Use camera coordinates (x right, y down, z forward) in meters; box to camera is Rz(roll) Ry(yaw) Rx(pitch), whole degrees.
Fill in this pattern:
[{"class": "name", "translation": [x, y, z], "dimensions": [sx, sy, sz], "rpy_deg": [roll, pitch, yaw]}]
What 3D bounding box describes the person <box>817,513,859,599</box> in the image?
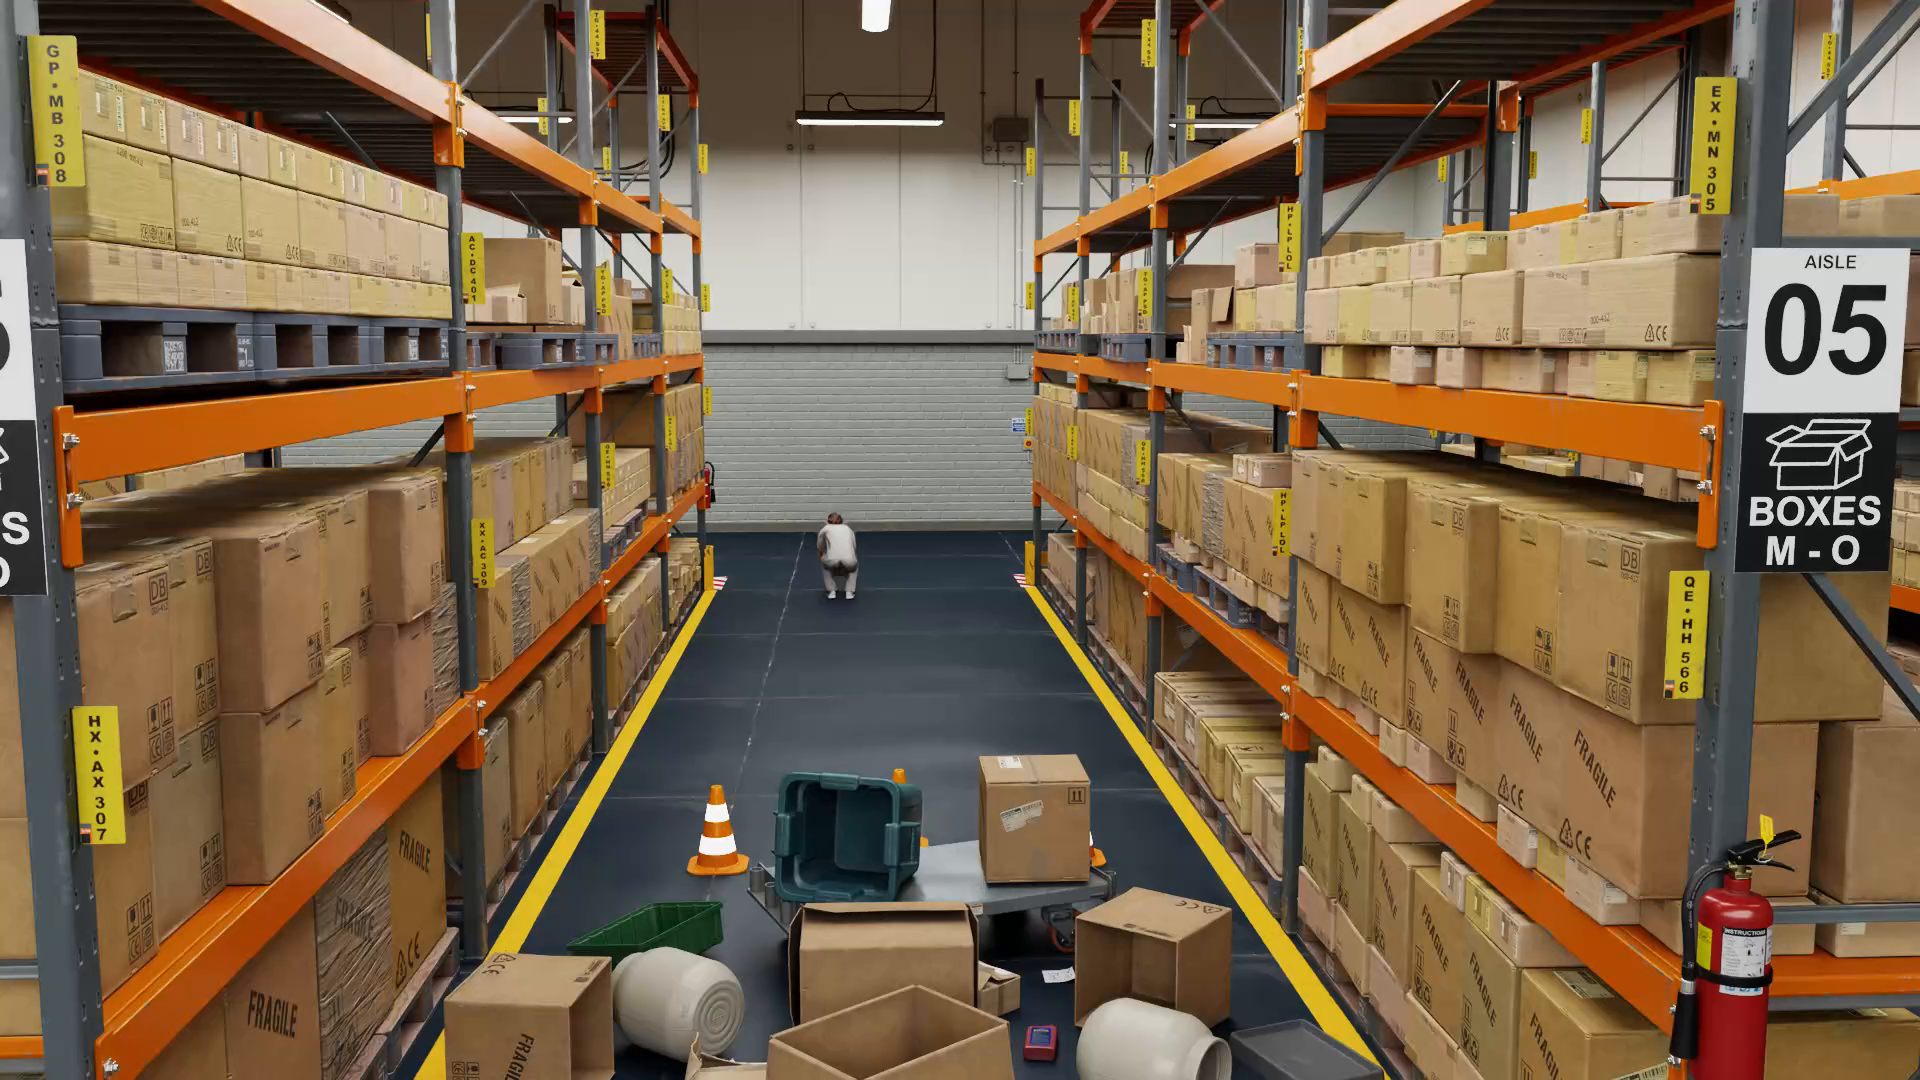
[{"class": "person", "translation": [-1.414, 0.182, 19.268], "dimensions": [0.483, 0.953, 0.801], "rpy_deg": [0, 7, -4]}]
